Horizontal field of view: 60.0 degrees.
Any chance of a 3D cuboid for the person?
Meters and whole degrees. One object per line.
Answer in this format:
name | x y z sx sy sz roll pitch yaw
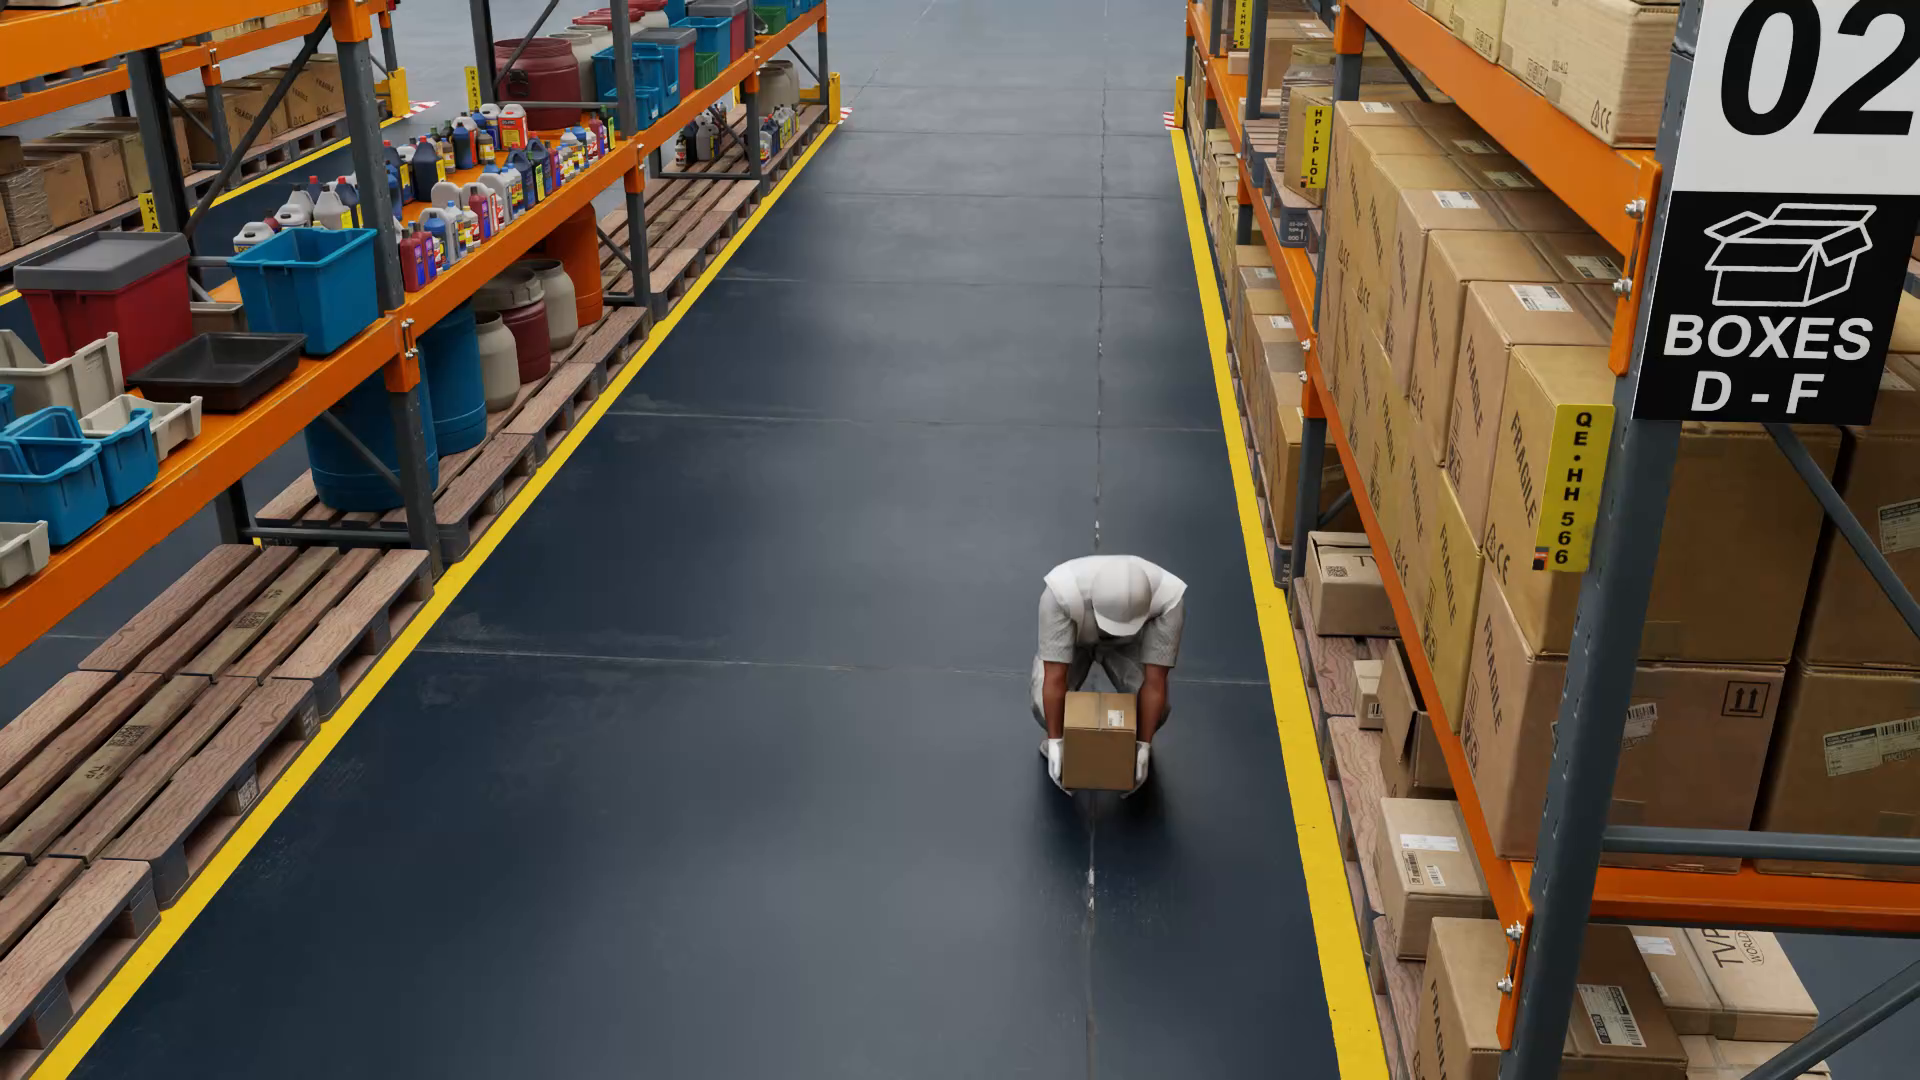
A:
person | 0.538 0.416 6.122 0.565 1.001 0.921 1 24 3
